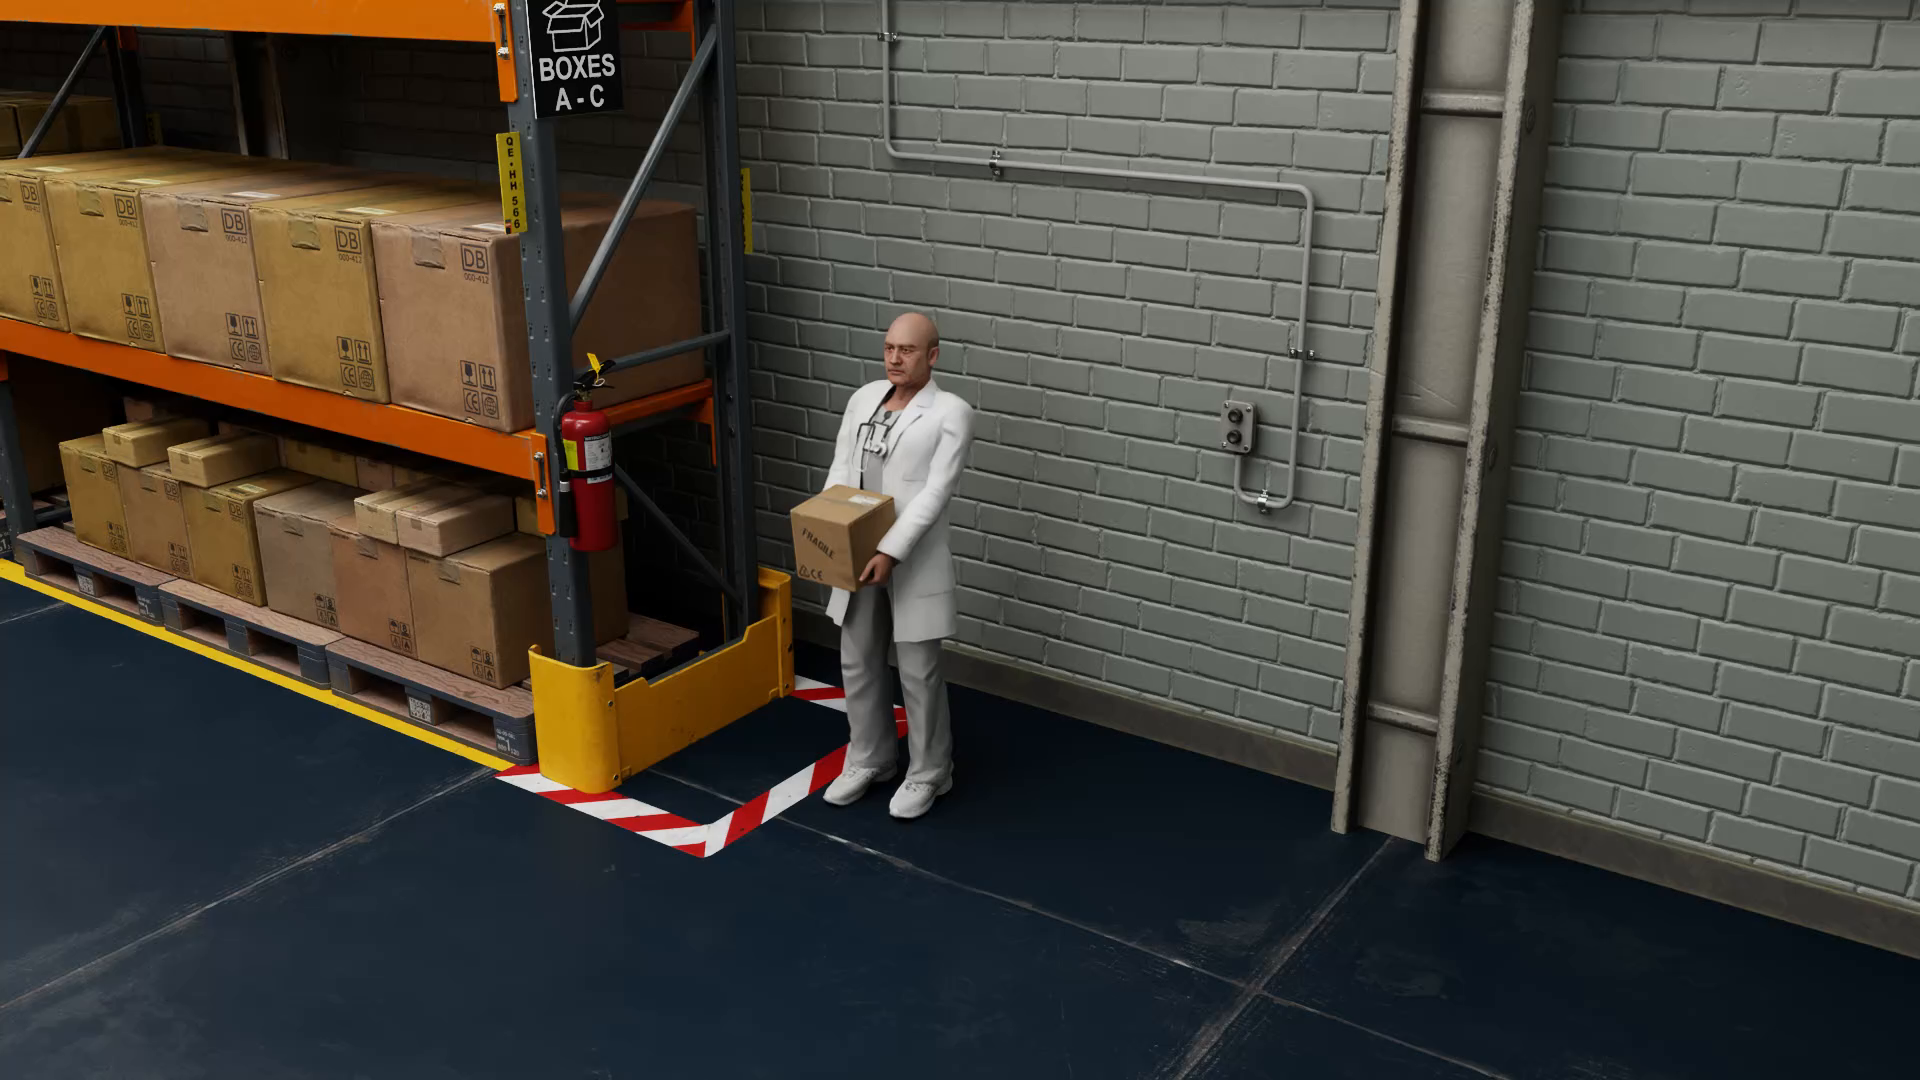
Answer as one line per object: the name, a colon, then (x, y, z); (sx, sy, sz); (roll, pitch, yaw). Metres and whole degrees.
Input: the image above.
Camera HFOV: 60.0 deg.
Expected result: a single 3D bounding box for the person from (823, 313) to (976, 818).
person: (-0.272, 0.114, 5.782); (0.529, 1.772, 0.553); (13, 24, 33)
